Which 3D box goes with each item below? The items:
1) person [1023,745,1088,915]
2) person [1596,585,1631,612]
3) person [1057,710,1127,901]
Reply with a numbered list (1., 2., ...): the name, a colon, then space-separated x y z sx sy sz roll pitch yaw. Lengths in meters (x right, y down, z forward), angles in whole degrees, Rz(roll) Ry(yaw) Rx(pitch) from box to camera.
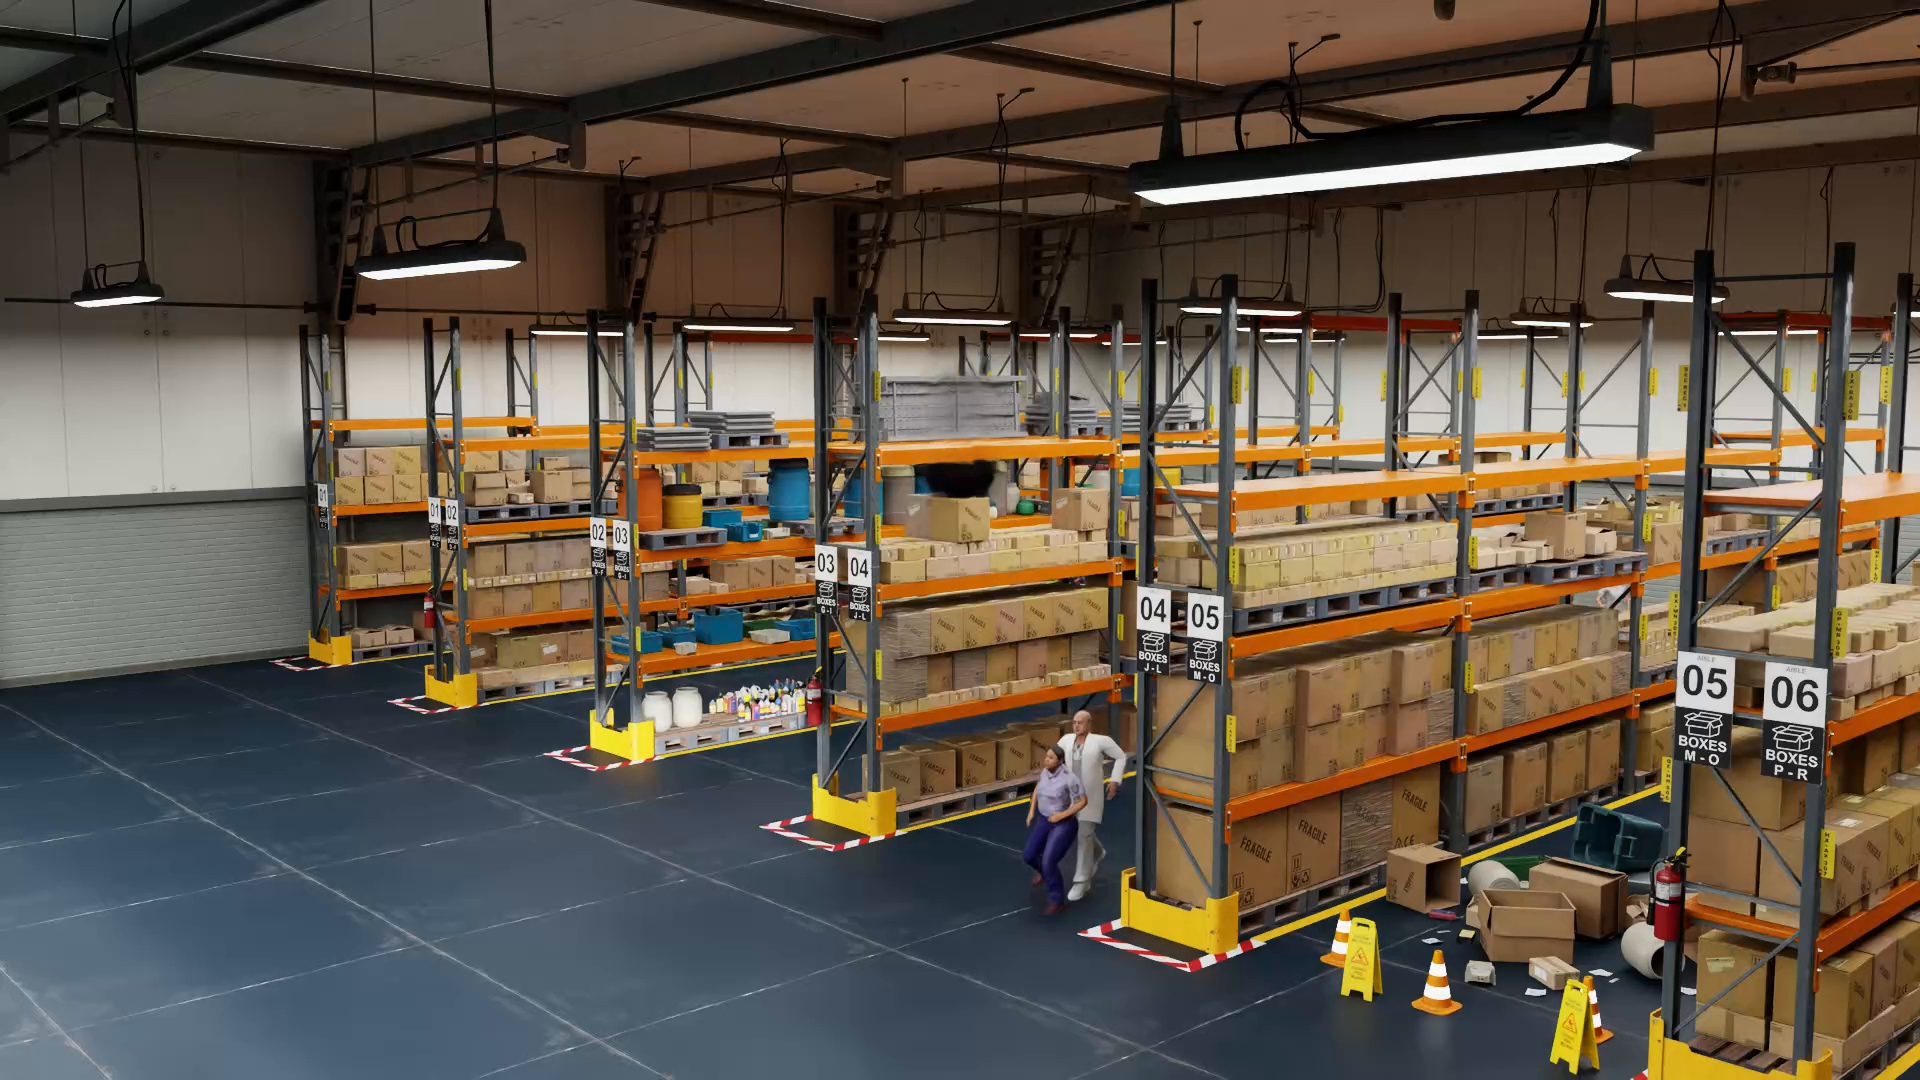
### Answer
1. person: 0.911 2.778 16.102 0.820 1.649 0.612 6 8 44
2. person: 11.741 1.359 29.711 0.616 1.631 0.494 -2 6 -16
3. person: 1.236 2.575 16.540 0.752 1.766 1.049 4 7 34
